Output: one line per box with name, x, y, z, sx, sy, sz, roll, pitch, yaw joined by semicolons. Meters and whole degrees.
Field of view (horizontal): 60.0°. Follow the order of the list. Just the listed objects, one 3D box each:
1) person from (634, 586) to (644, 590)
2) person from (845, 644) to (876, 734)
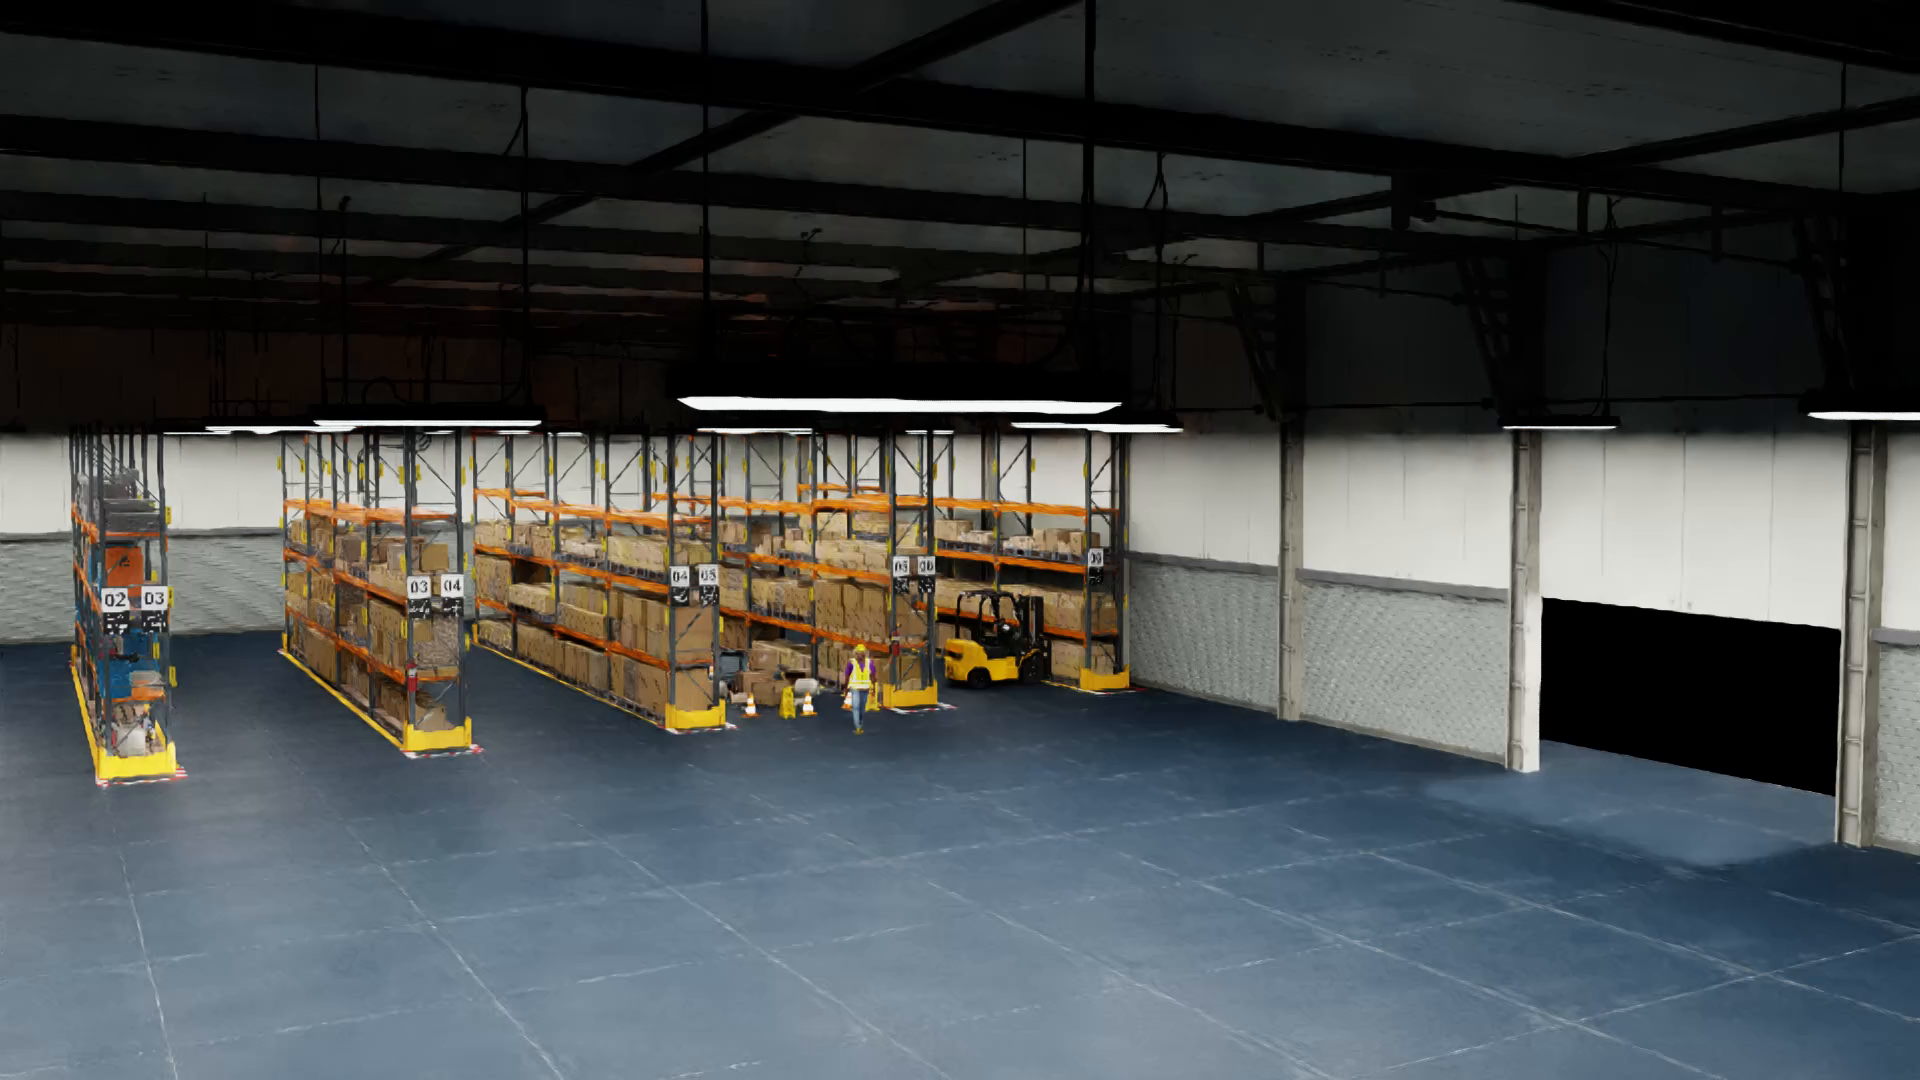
person;-8.611;2.091;44.446;0.589;1.742;0.668;0;4;-7
person;-1.922;2.864;32.289;0.563;1.708;1.042;-1;4;-21
